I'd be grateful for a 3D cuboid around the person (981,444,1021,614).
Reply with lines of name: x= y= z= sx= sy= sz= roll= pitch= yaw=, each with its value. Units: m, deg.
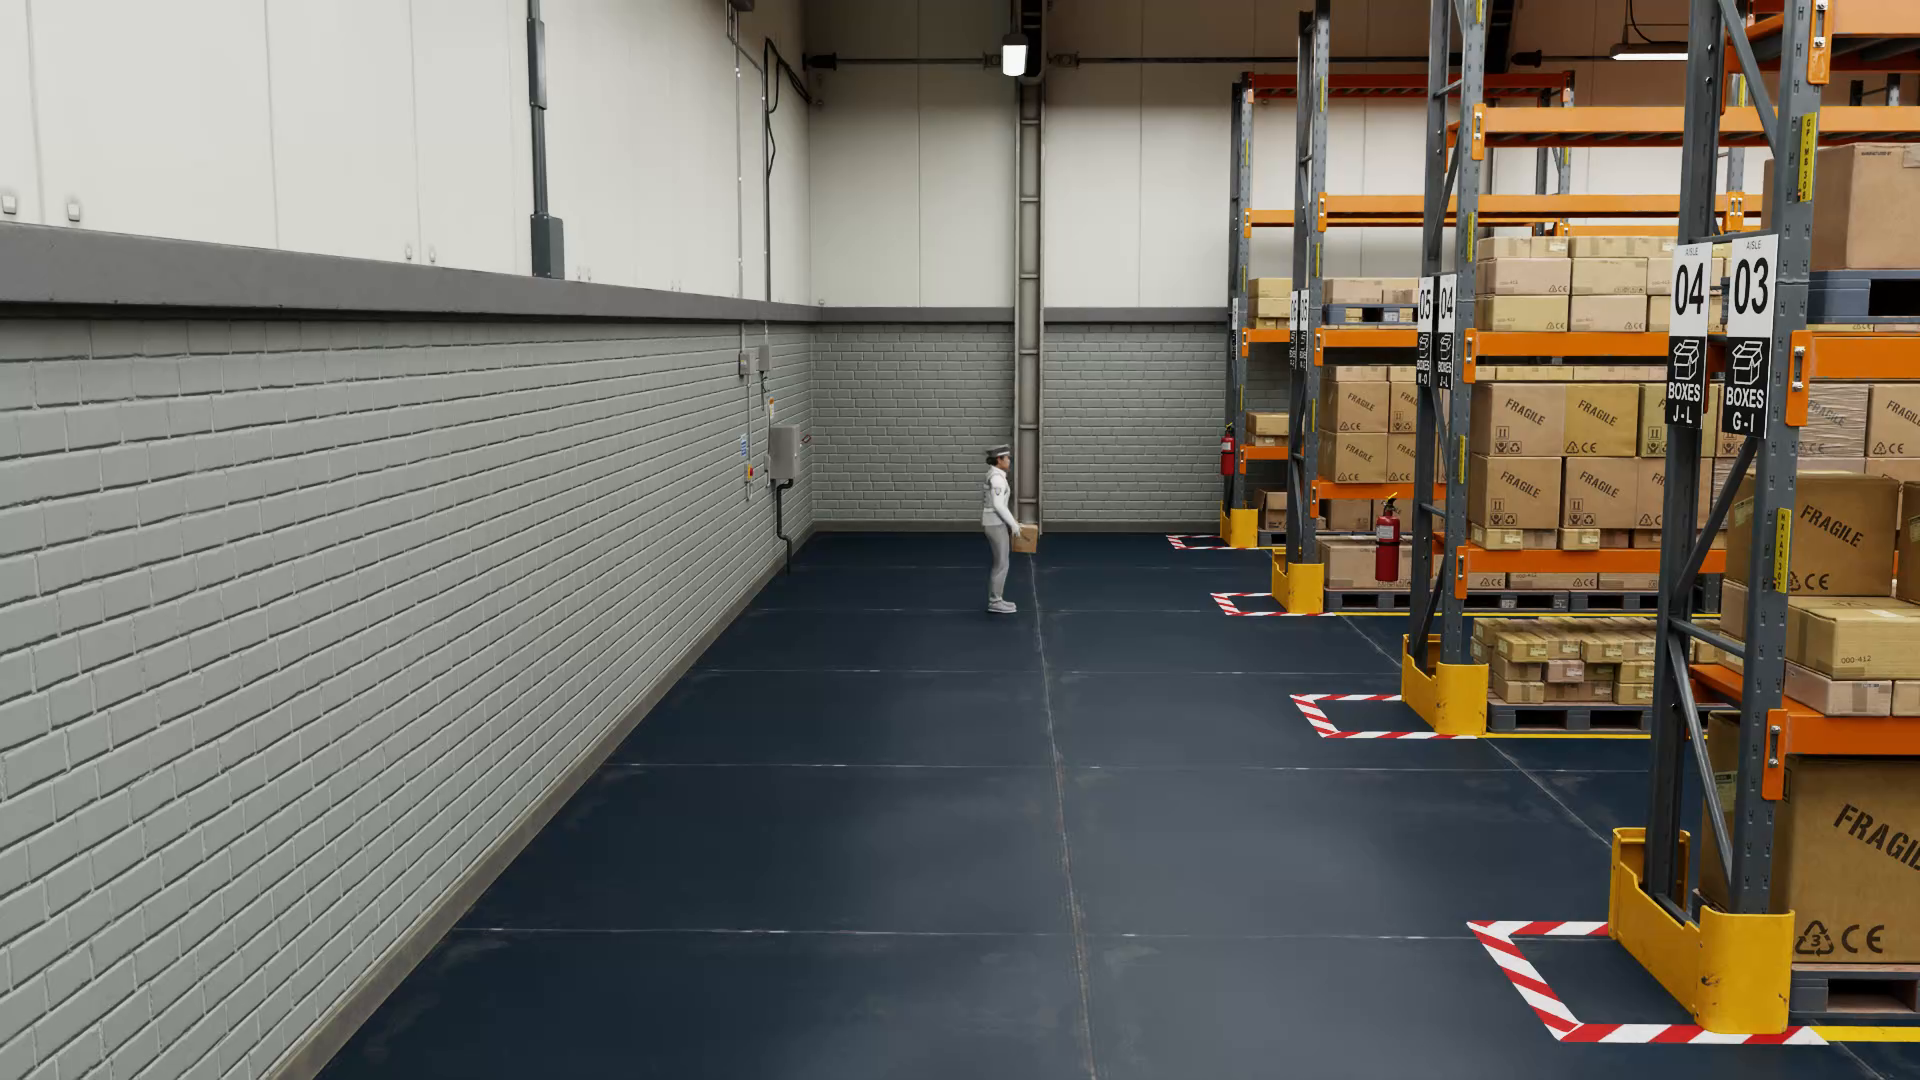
person: x=0.409 y=-0.126 z=16.668 sx=0.398 sy=1.682 sz=0.501 roll=0 pitch=7 yaw=0
